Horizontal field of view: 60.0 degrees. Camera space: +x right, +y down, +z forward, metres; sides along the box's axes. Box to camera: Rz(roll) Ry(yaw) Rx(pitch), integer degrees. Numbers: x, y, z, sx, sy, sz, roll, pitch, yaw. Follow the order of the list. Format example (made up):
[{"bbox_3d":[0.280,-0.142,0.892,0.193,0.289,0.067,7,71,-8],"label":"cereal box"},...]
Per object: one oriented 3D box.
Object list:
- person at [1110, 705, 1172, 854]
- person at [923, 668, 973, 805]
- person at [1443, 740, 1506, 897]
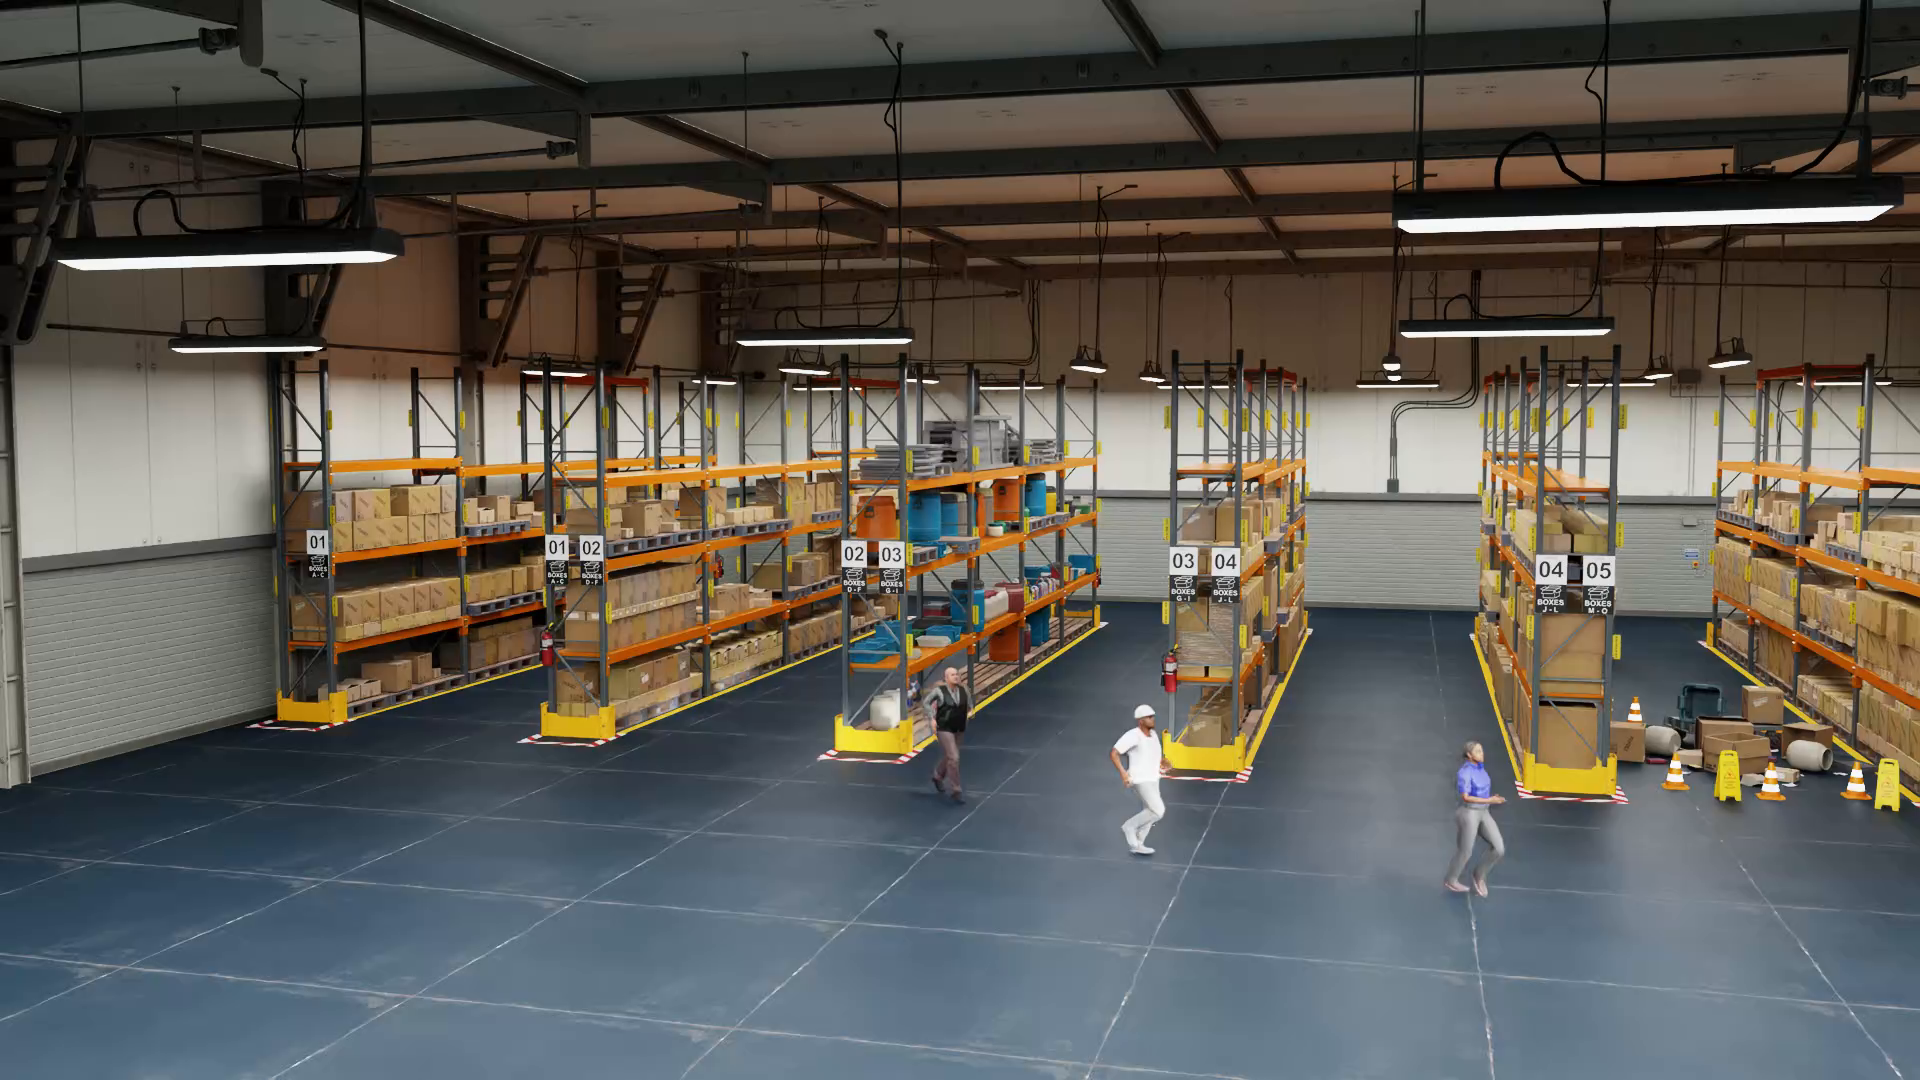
[{"bbox_3d":[2.148,2.765,19.127,0.597,1.731,0.706,3,5,37],"label":"person"},{"bbox_3d":[-0.113,2.537,21.940,0.647,1.734,0.892,-3,5,-38],"label":"person"},{"bbox_3d":[5.414,2.927,17.436,0.544,1.664,0.688,-3,5,-38],"label":"person"}]
